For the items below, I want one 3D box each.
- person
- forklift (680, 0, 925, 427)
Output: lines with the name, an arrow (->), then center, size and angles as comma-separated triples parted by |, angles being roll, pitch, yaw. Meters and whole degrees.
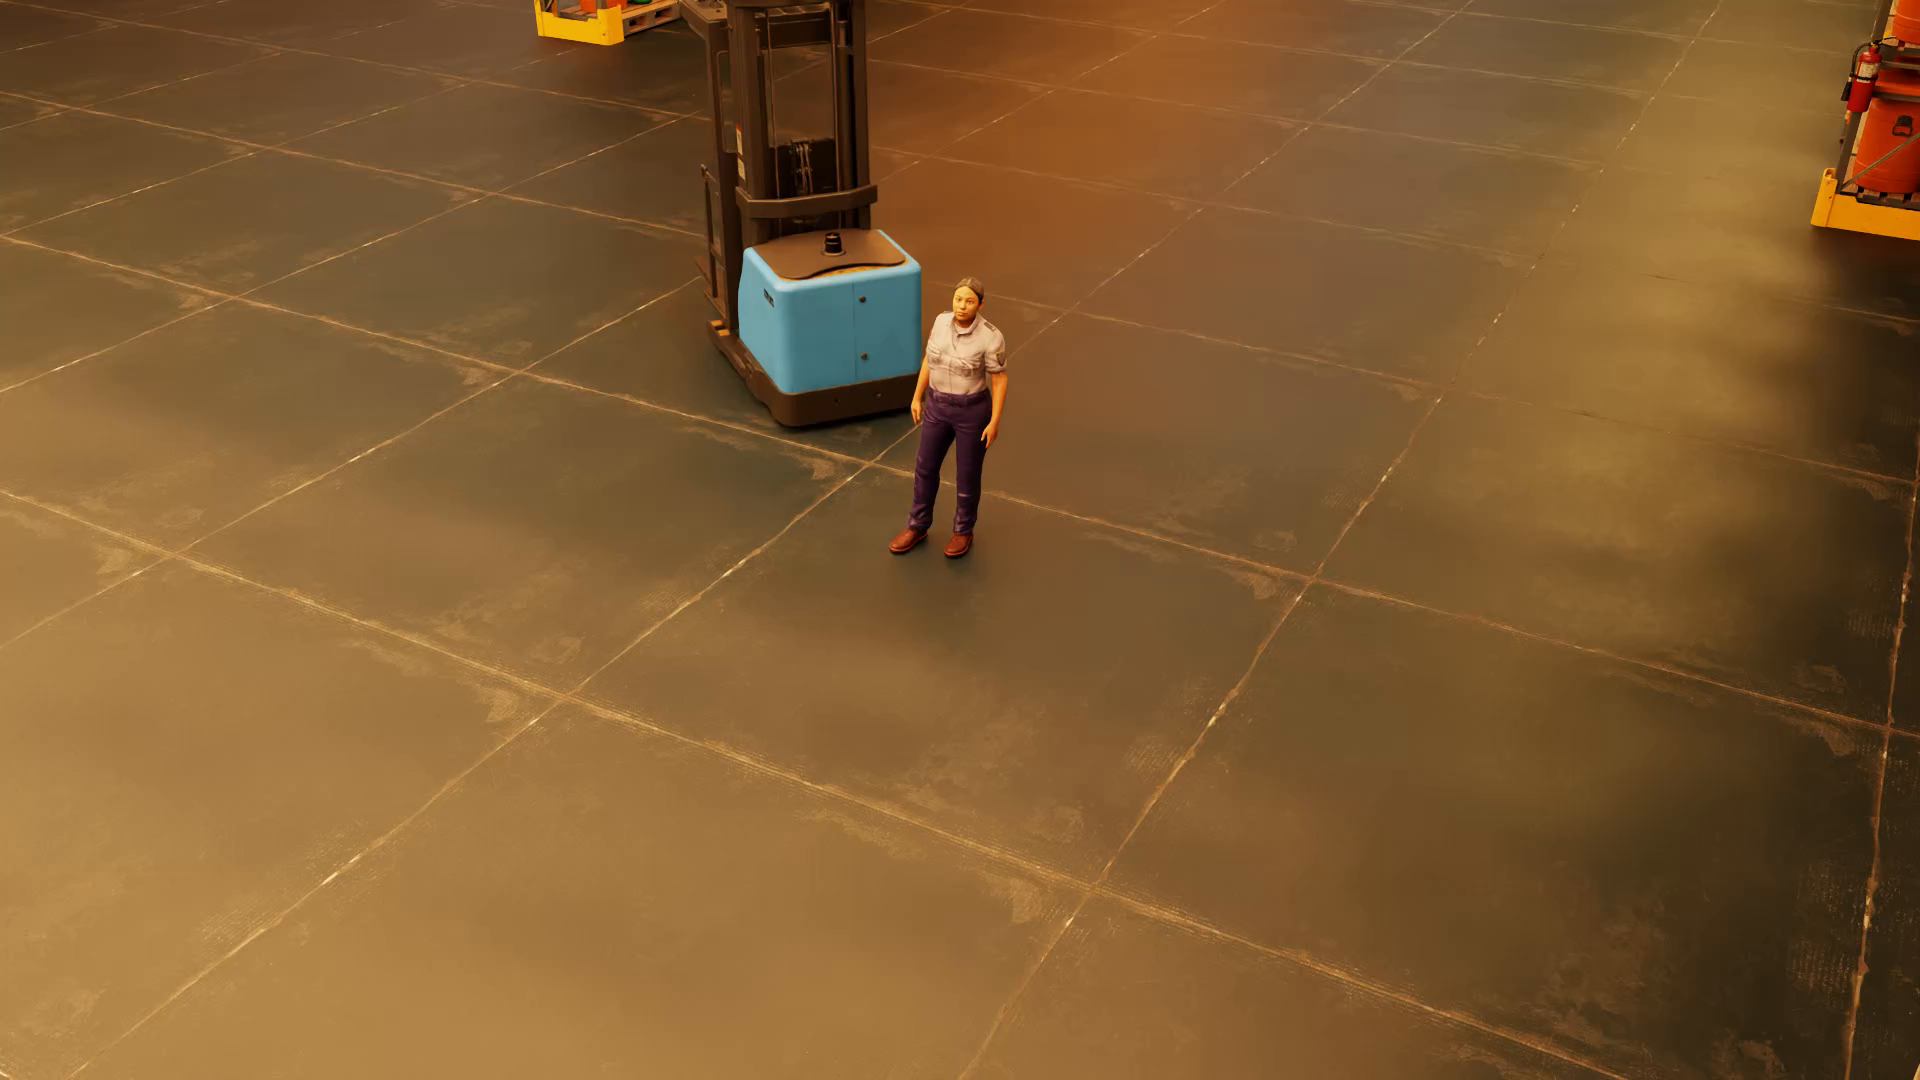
person -> -0.064, -0.686, 9.529 | 0.598, 1.651, 0.502 | 15, 33, 25
forklift -> -1.275, -2.751, 11.837 | 1.130, 2.935, 3.031 | -12, 32, -19
